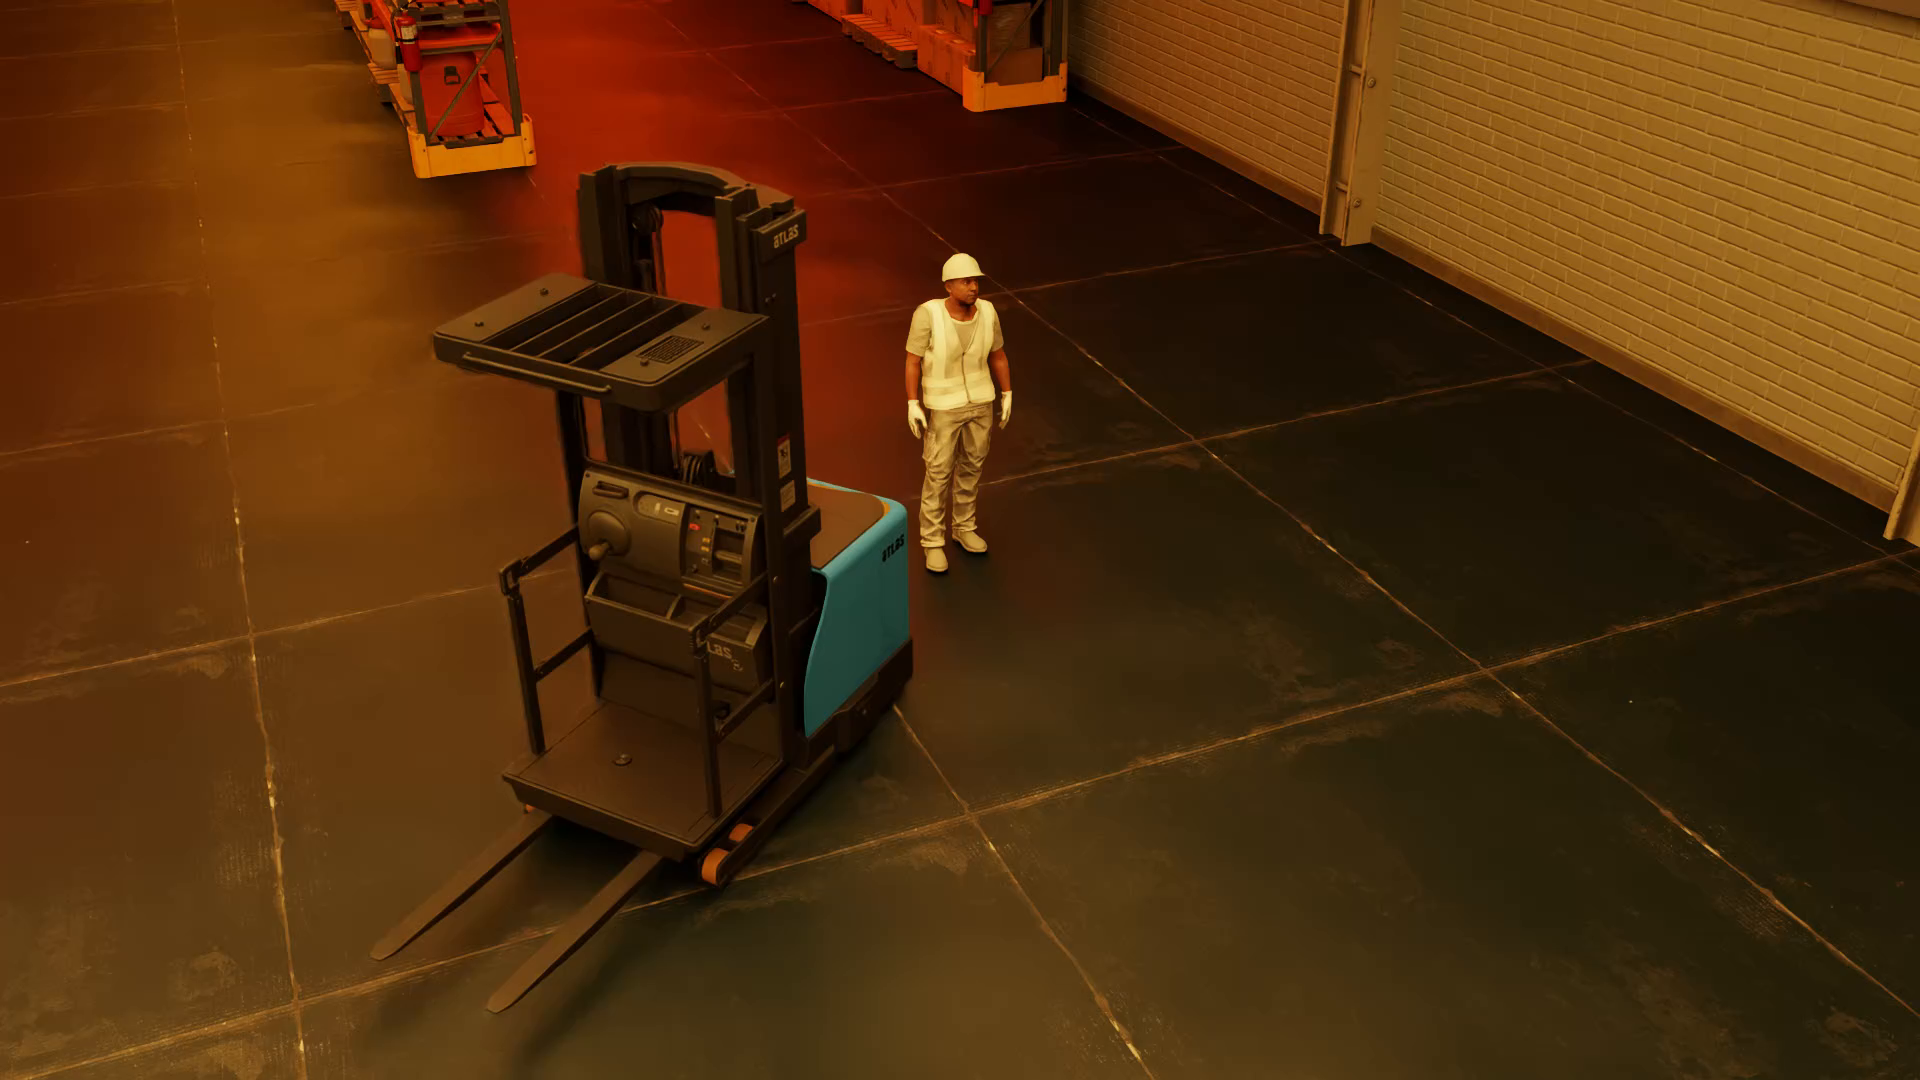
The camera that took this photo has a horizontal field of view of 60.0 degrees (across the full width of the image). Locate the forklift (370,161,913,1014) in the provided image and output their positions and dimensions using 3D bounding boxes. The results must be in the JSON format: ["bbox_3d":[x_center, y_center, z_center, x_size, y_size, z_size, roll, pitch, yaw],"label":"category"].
[{"bbox_3d":[-1.378,0.009,7.105,1.130,2.935,3.031,15,33,24],"label":"forklift"}]

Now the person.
[{"bbox_3d":[0.022,-0.745,9.566,0.656,1.784,0.575,-12,32,-20],"label":"person"}]
